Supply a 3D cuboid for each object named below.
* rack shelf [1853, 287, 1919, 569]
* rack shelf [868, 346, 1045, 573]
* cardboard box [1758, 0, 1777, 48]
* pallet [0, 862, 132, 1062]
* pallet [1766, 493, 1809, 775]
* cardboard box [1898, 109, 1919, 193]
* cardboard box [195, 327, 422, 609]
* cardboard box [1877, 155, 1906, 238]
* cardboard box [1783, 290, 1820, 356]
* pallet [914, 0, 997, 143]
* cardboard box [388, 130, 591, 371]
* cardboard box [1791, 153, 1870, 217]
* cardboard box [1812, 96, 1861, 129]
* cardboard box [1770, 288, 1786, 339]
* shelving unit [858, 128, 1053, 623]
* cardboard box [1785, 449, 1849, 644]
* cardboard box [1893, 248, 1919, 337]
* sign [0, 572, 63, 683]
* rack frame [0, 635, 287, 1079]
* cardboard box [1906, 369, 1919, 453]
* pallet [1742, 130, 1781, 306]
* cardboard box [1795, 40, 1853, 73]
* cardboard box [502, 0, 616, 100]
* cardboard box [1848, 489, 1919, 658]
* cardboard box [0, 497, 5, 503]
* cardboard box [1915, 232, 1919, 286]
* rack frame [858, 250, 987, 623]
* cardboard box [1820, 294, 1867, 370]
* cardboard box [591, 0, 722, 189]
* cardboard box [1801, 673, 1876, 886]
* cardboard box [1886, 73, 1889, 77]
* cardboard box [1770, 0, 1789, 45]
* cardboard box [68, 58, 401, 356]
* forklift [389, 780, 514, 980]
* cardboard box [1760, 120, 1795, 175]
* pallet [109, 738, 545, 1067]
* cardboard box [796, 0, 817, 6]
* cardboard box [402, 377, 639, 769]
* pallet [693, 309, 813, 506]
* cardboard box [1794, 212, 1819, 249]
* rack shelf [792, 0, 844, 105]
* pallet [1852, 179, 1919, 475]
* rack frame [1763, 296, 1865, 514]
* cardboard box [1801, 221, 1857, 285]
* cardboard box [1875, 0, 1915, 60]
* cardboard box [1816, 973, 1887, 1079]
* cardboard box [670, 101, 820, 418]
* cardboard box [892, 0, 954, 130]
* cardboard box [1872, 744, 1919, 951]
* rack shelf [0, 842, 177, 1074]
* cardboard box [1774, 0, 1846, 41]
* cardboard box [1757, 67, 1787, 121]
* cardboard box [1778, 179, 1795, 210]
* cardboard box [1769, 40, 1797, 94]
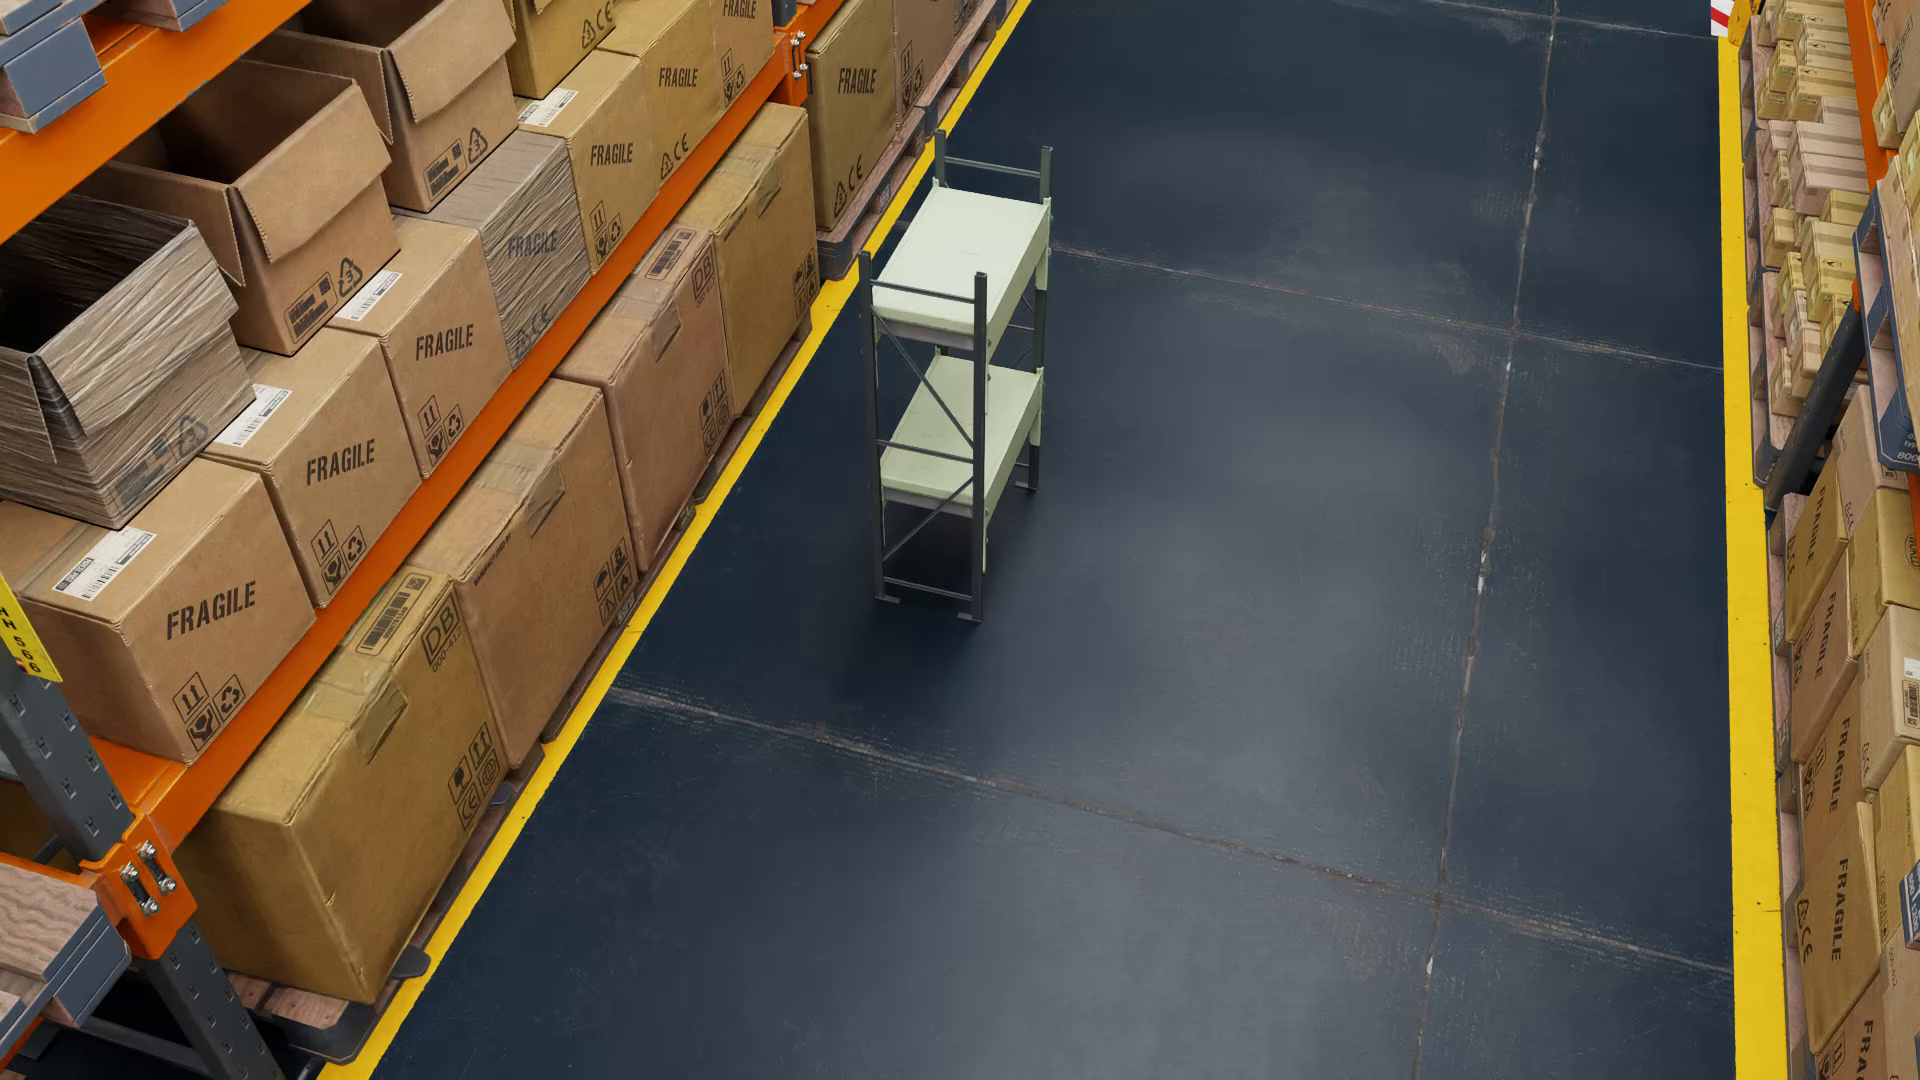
[{"bbox_3d":[2.965,0.473,4.136,1.077,0.370,4.000,13,46,13],"label":"rack shelf"},{"bbox_3d":[-0.002,-0.299,5.949,0.431,0.370,0.720,13,46,12],"label":"rack shelf"},{"bbox_3d":[4.318,-2.633,8.534,0.380,0.149,0.250,13,46,13],"label":"cardboard box"},{"bbox_3d":[-2.452,0.997,3.224,1.213,0.211,1.003,13,46,13],"label":"pallet"},{"bbox_3d":[3.336,0.399,5.692,1.003,0.211,1.213,13,46,13],"label":"pallet"},{"bbox_3d":[3.013,-1.119,4.915,0.380,0.149,0.250,13,46,13],"label":"cardboard box"},{"bbox_3d":[-1.777,-0.215,4.254,0.500,0.500,0.500,11,46,11],"label":"cardboard box"},{"bbox_3d":[3.013,-1.013,5.019,0.380,0.149,0.250,11,45,11],"label":"cardboard box"},{"bbox_3d":[3.433,-0.815,6.464,0.380,0.149,0.250,11,45,11],"label":"cardboard box"},{"bbox_3d":[-0.453,-2.545,8.700,1.003,0.211,1.213,13,46,12],"label":"pallet"},{"bbox_3d":[-1.472,-0.890,4.944,0.500,0.500,0.500,13,46,13],"label":"cardboard box"},{"bbox_3d":[3.685,-1.456,6.906,0.380,0.149,0.250,10,45,11],"label":"cardboard box"},{"bbox_3d":[3.935,-1.781,7.238,0.380,0.149,0.250,13,46,13],"label":"cardboard box"},{"bbox_3d":[3.541,-0.927,6.791,0.380,0.149,0.250,11,45,11],"label":"cardboard box"},{"bbox_3d":[-0.002,-0.532,5.721,0.431,1.500,0.755,13,46,12],"label":"shelving unit"},{"bbox_3d":[3.094,0.062,5.529,0.500,0.500,0.500,14,46,14],"label":"cardboard box"},{"bbox_3d":[2.855,-0.661,4.660,0.380,0.149,0.250,13,46,13],"label":"cardboard box"},{"bbox_3d":[-1.817,0.154,3.177,0.100,0.325,0.005,13,46,13],"label":"sign"},{"bbox_3d":[-2.337,0.431,3.665,1.000,3.000,0.127,13,46,13],"label":"rack frame"},{"bbox_3d":[2.701,-0.324,4.316,0.380,0.149,0.250,11,45,11],"label":"cardboard box"},{"bbox_3d":[4.108,-1.392,7.521,1.003,0.211,1.213,13,46,13],"label":"pallet"},{"bbox_3d":[4.043,-2.134,7.599,0.380,0.149,0.250,14,46,14],"label":"cardboard box"},{"bbox_3d":[-1.530,-1.747,5.102,0.797,0.503,0.637,13,46,13],"label":"cardboard box"},{"bbox_3d":[2.936,0.150,4.903,0.500,0.250,0.500,14,46,14],"label":"cardboard box"},{"bbox_3d":[-2.424,0.014,4.020,0.500,0.500,0.500,14,46,14],"label":"cardboard box"},{"bbox_3d":[2.858,-0.774,4.562,0.380,0.149,0.250,14,46,13],"label":"cardboard box"},{"bbox_3d":[-0.113,-0.288,5.472,0.400,1.500,0.023,13,46,12],"label":"rack frame"},{"bbox_3d":[3.430,-0.753,6.188,0.380,0.149,0.250,14,46,14],"label":"cardboard box"},{"bbox_3d":[-1.164,-1.573,5.641,0.500,0.500,0.500,14,46,14],"label":"cardboard box"},{"bbox_3d":[2.790,0.767,4.808,0.500,0.500,0.500,13,46,13],"label":"cardboard box"},{"bbox_3d":[3.546,-1.628,5.948,0.380,0.149,0.250,14,46,14],"label":"cardboard box"},{"bbox_3d":[4.242,-2.556,8.242,0.380,0.149,0.250,12,46,12],"label":"cardboard box"},{"bbox_3d":[-1.901,-0.881,4.217,0.797,0.503,0.637,14,46,13],"label":"cardboard box"},{"bbox_3d":[-2.929,-0.101,4.257,3.031,2.935,1.130,8,45,8],"label":"forklift"},{"bbox_3d":[3.921,-1.790,7.672,0.380,0.149,0.250,10,45,11],"label":"cardboard box"},{"bbox_3d":[-2.027,0.918,5.161,1.003,0.211,1.213,13,46,13],"label":"pallet"},{"bbox_3d":[-0.719,-2.272,6.607,0.380,0.149,0.250,13,46,13],"label":"cardboard box"},{"bbox_3d":[-1.831,-0.008,5.332,1.225,0.875,0.875,13,46,13],"label":"cardboard box"},{"bbox_3d":[-1.288,-0.708,6.823,1.003,0.211,1.213,13,46,13],"label":"pallet"},{"bbox_3d":[3.725,-1.318,6.977,0.380,0.149,0.250,14,46,13],"label":"cardboard box"},{"bbox_3d":[-0.520,-3.311,8.004,1.077,0.370,4.000,13,46,13],"label":"rack shelf"},{"bbox_3d":[3.200,-0.570,4.825,1.003,0.211,1.213,13,46,13],"label":"pallet"},{"bbox_3d":[3.570,-1.117,5.247,1.000,3.000,0.127,13,46,13],"label":"rack frame"},{"bbox_3d":[3.538,-1.100,6.542,0.380,0.149,0.250,12,46,12],"label":"cardboard box"},{"bbox_3d":[3.606,-1.988,5.852,0.500,0.500,0.500,11,46,11],"label":"cardboard box"},{"bbox_3d":[2.470,1.453,4.108,0.500,0.500,0.500,14,46,14],"label":"cardboard box"},{"bbox_3d":[-1.301,-1.195,6.546,1.225,0.875,0.875,13,46,13],"label":"cardboard box"},{"bbox_3d":[-0.577,-2.649,8.031,0.875,0.875,0.875,13,46,13],"label":"cardboard box"},{"bbox_3d":[2.628,0.838,4.199,0.500,0.250,0.500,14,46,13],"label":"cardboard box"},{"bbox_3d":[-2.943,2.021,2.554,1.077,0.370,4.000,13,46,13],"label":"rack shelf"},{"bbox_3d":[4.132,-2.500,7.973,0.380,0.149,0.250,12,46,12],"label":"cardboard box"},{"bbox_3d":[4.066,-2.127,8.017,0.380,0.149,0.250,13,46,13],"label":"cardboard box"},{"bbox_3d":[3.821,-1.432,7.306,0.380,0.149,0.250,13,46,13],"label":"cardboard box"},{"bbox_3d":[4.071,-2.226,7.905,0.380,0.149,0.250,14,46,14],"label":"cardboard box"}]
